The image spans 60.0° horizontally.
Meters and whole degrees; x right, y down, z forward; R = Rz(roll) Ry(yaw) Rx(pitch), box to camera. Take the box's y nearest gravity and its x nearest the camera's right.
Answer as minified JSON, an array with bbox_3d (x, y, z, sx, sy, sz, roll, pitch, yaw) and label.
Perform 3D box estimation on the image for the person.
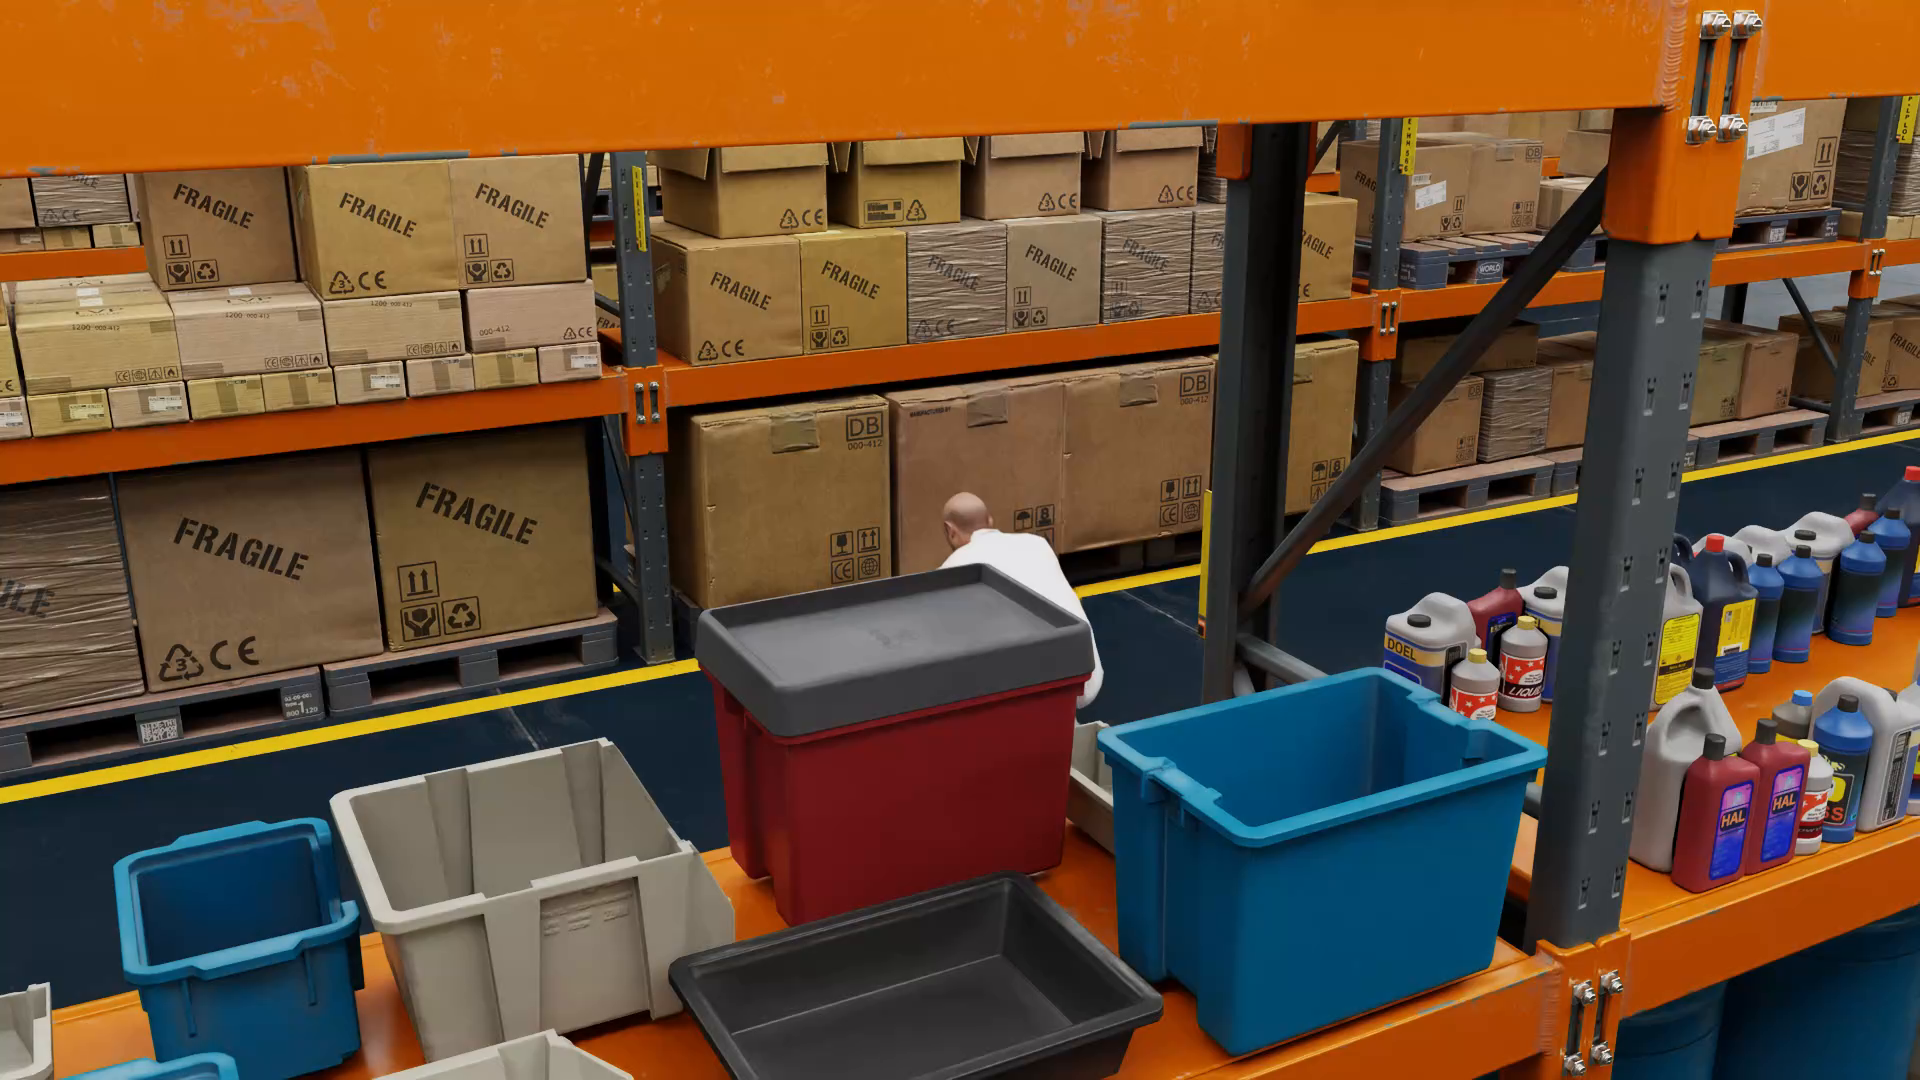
[{"bbox_3d":[0.169,0.354,6.294,0.599,0.979,0.911,-10,20,-27],"label":"person"}]
